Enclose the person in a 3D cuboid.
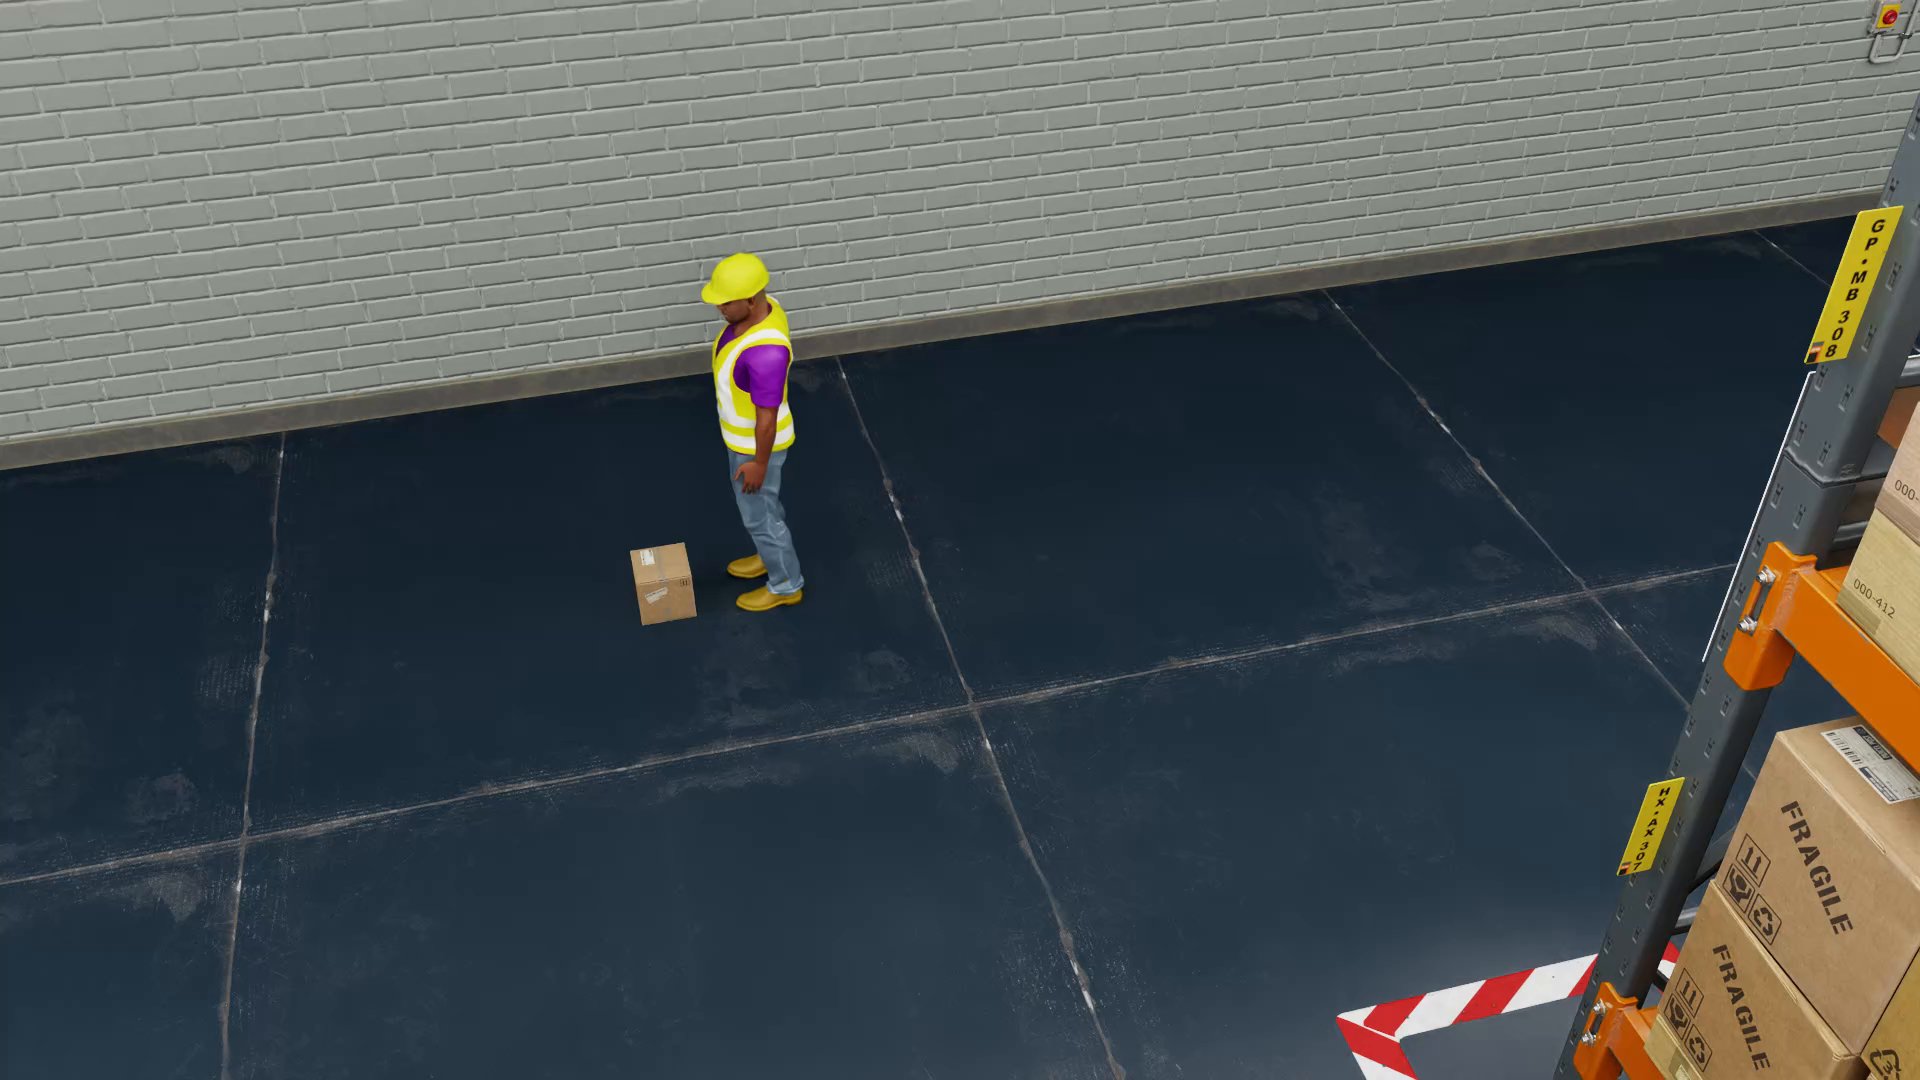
[{"bbox_3d":[-0.893,-0.466,7.295,0.366,1.761,0.566,-9,39,-11],"label":"person"}]
